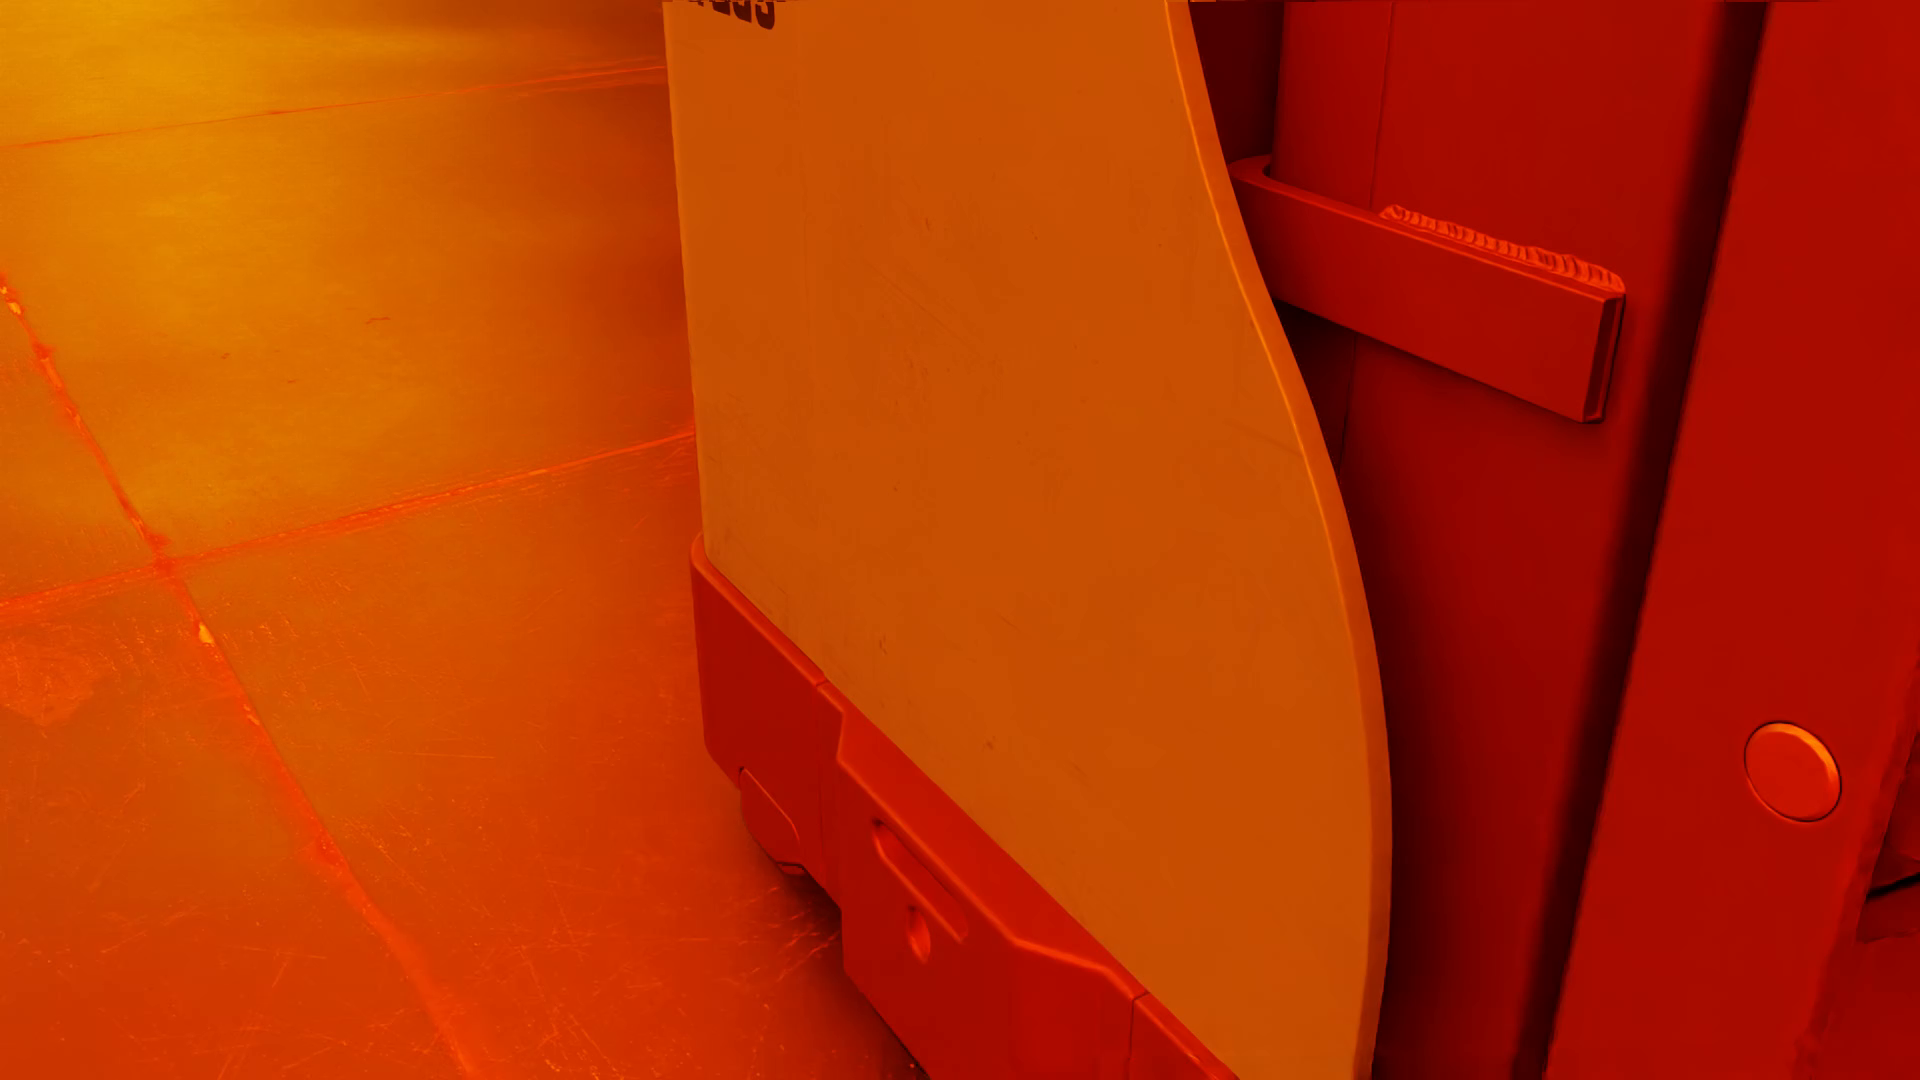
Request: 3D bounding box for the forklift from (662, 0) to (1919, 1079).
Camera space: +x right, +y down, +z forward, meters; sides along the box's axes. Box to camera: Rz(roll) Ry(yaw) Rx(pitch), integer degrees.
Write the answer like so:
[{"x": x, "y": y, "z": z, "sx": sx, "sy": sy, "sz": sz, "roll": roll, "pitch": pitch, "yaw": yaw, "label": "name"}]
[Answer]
[{"x": 0.905, "y": -0.586, "z": 0.399, "sx": 1.130, "sy": 2.935, "sz": 3.031, "roll": -15, "pitch": 30, "yaw": -28, "label": "forklift"}]
